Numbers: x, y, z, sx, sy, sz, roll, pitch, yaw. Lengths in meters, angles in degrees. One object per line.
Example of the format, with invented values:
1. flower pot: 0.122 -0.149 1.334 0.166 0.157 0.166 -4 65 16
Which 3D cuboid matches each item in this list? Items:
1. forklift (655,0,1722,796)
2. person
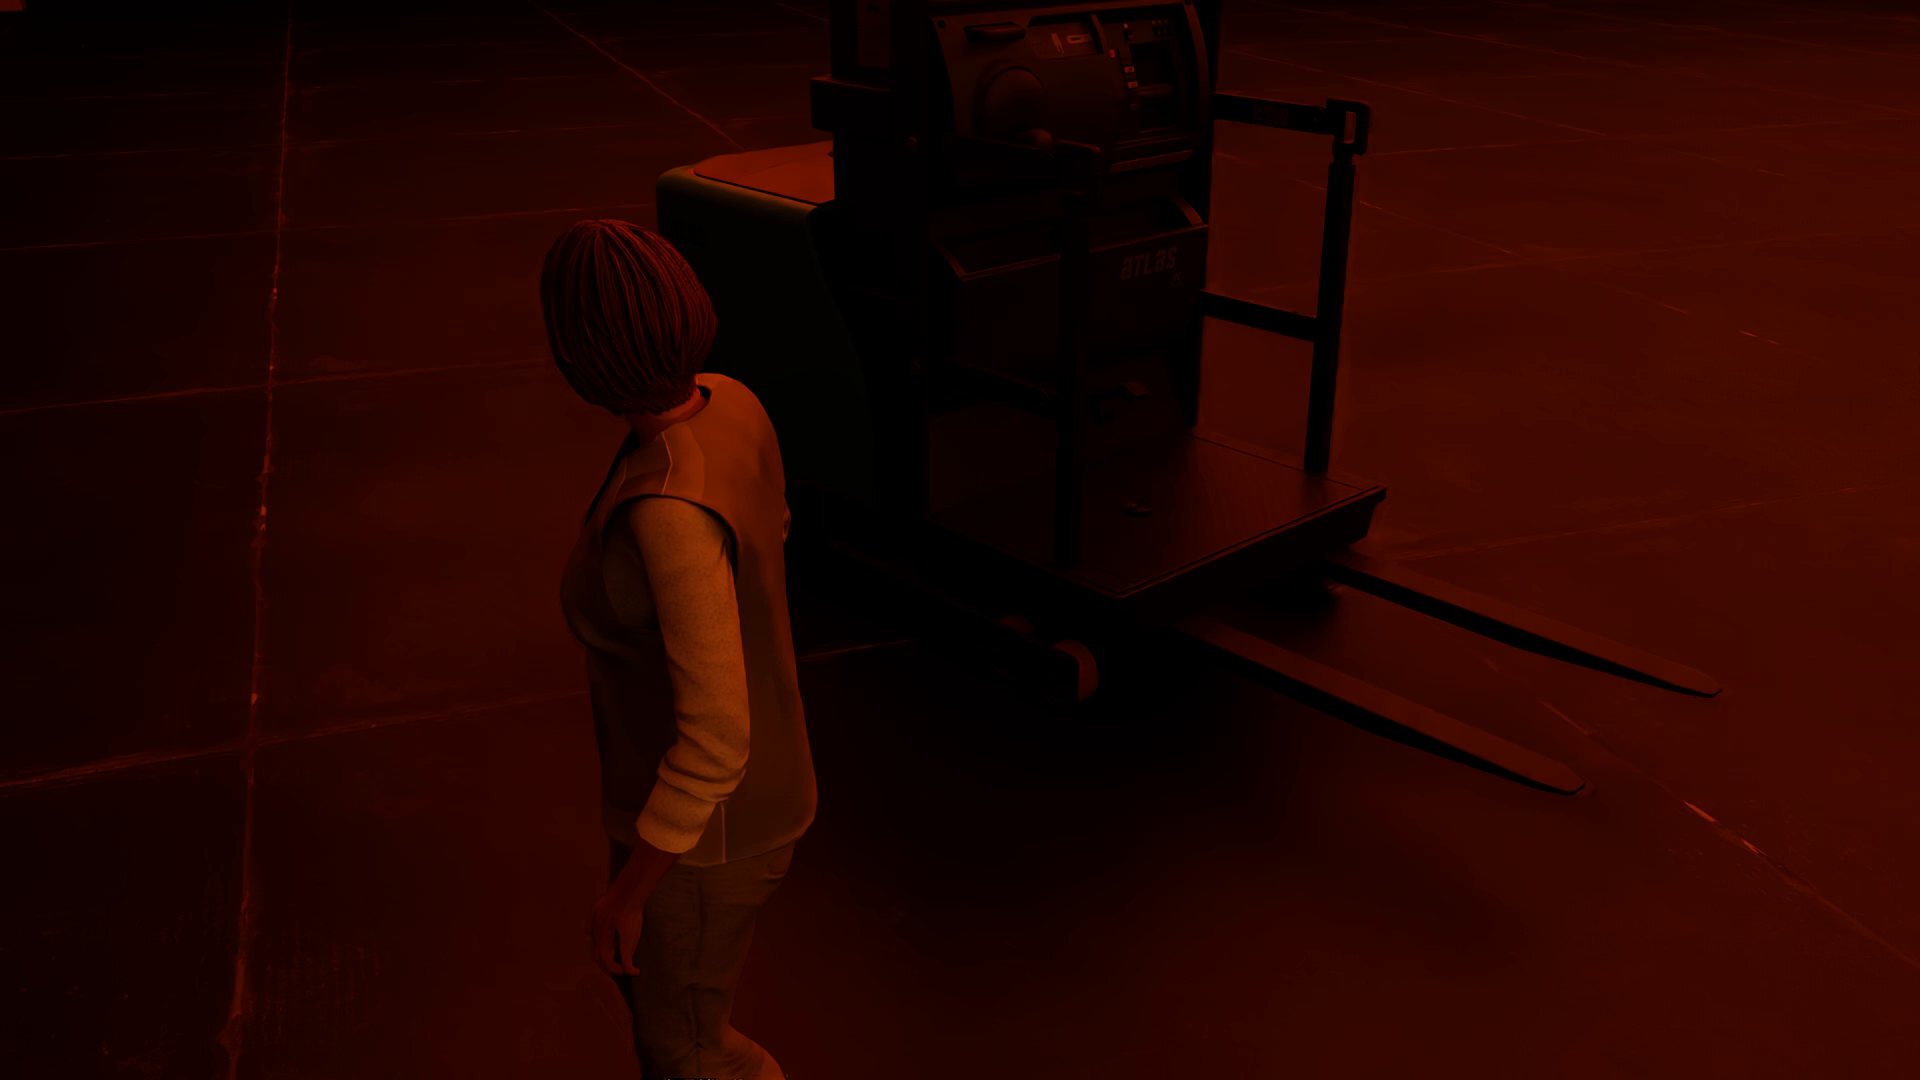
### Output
1. forklift: 0.443 -1.162 4.062 1.130 2.935 3.031 -19 30 -38
2. person: -0.401 0.357 2.199 0.457 1.581 0.621 -4 23 -8
